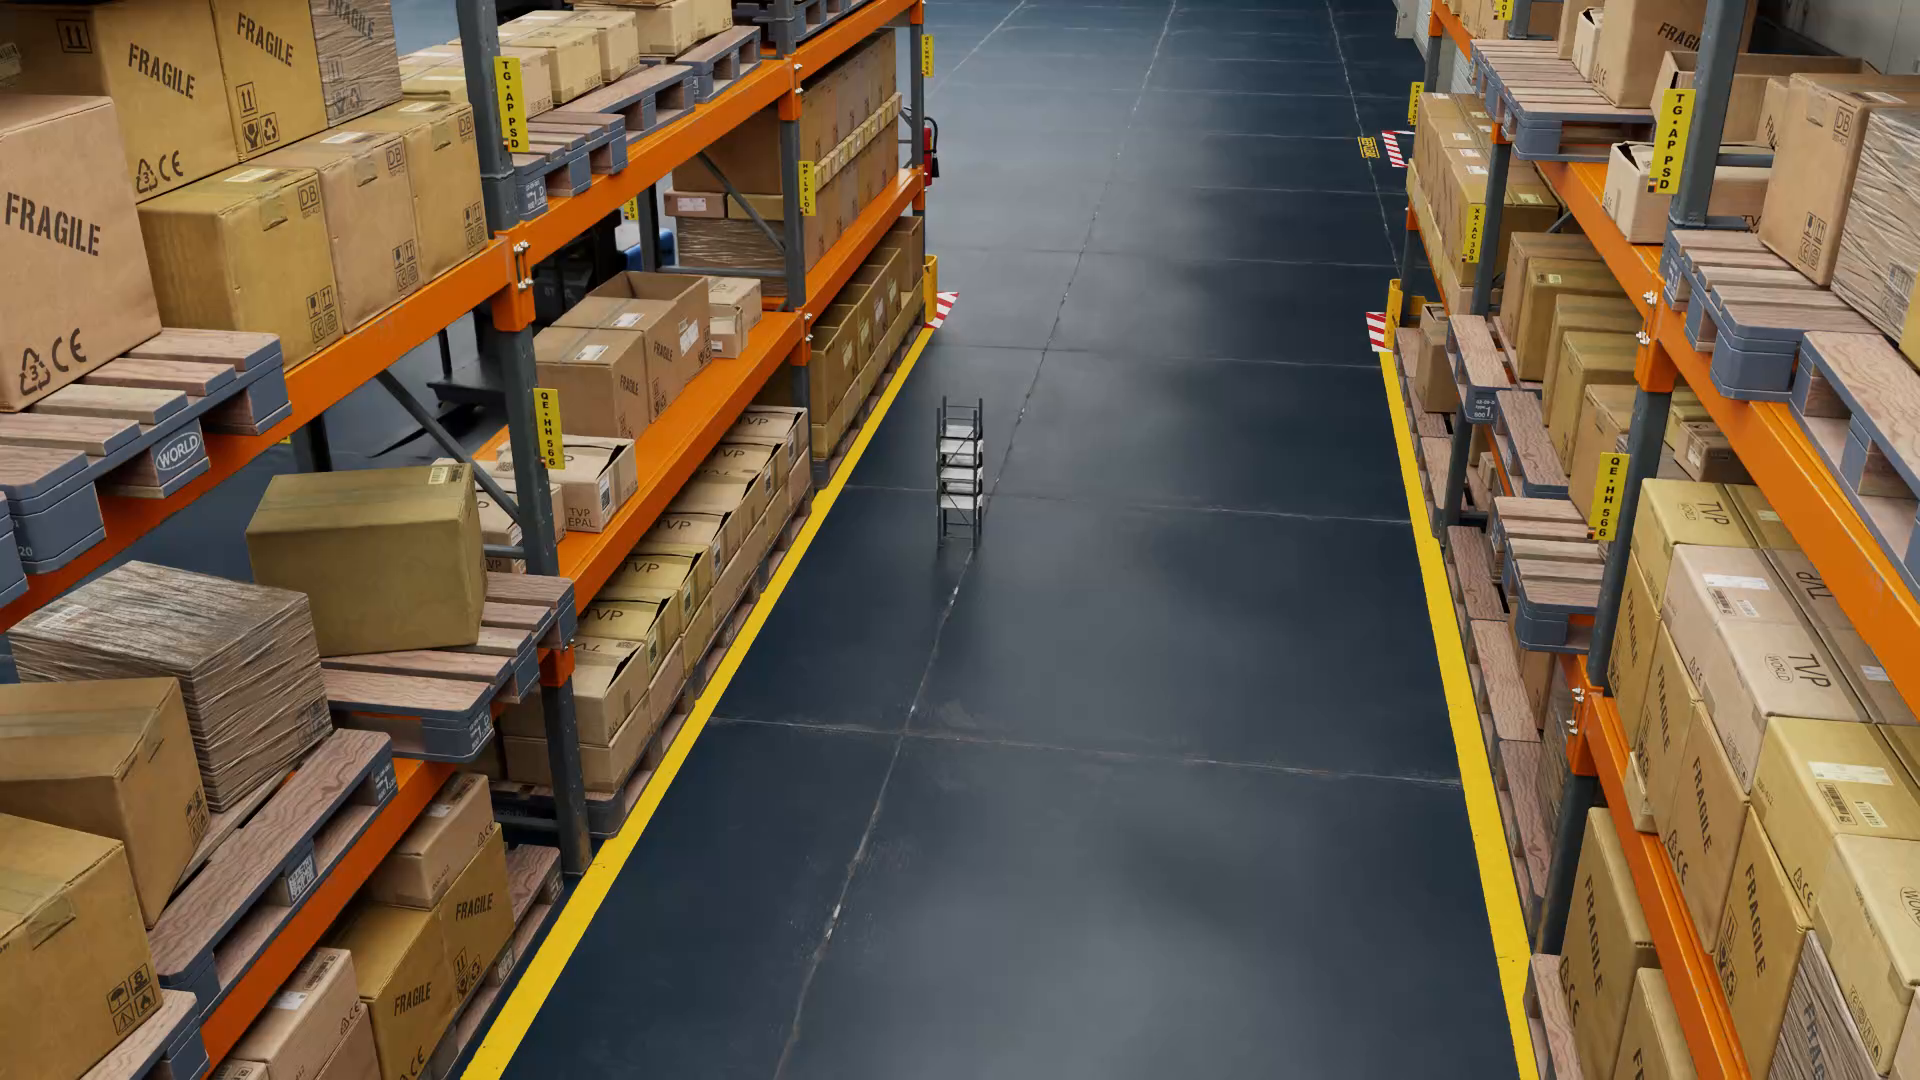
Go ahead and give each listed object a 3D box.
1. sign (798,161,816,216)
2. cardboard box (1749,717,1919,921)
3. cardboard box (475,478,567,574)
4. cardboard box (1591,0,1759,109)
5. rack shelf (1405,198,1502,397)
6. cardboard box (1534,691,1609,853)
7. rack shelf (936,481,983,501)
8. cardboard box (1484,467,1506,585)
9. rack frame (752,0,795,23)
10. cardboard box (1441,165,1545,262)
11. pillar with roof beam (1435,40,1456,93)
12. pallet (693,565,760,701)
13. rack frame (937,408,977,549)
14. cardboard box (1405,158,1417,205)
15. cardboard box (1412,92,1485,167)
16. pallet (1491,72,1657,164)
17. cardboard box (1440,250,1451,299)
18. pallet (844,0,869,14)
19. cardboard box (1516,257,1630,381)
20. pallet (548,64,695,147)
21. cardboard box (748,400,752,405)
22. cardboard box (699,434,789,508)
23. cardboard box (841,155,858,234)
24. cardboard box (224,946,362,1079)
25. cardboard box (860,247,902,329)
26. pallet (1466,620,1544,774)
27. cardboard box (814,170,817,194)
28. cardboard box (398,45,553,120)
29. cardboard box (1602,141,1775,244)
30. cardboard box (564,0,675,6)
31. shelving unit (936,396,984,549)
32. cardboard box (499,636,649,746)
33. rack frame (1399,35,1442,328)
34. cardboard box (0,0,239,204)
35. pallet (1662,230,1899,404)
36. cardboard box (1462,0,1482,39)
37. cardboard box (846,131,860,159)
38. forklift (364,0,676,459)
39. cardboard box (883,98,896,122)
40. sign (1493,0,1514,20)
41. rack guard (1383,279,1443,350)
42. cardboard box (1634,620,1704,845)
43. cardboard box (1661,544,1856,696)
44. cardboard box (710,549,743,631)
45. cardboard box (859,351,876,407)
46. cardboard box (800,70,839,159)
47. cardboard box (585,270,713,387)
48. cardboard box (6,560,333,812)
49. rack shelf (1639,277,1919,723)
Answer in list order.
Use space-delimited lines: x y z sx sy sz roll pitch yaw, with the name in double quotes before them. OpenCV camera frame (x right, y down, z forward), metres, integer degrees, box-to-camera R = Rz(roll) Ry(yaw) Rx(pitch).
"sign" -0.915 -2.095 9.915 0.100 0.325 0.005 4 25 9
"cardboard box" 2.212 0.666 3.912 0.500 0.250 0.500 4 25 7
"cardboard box" -2.003 -0.076 6.979 0.500 0.311 0.500 6 26 12
"cardboard box" 3.066 -2.153 7.161 0.500 0.500 0.500 3 25 7
"rack shelf" 3.763 -1.809 11.425 1.077 0.370 4.000 4 25 9
"cardboard box" 2.849 1.003 6.999 0.700 0.500 0.500 4 25 9
"rack shelf" -0.001 -0.292 10.104 0.258 0.077 0.200 4 25 9
"cardboard box" 3.332 -0.056 9.262 0.700 0.500 0.500 5 26 10
"rack frame" -1.452 -4.357 8.943 1.000 3.000 0.127 4 25 9
"cardboard box" 3.284 -2.007 10.269 0.500 0.500 0.500 4 25 8
"pillar with roof beam" 2.543 -10.653 22.393 9.100 9.000 0.400 4 25 9
"pallet" -1.730 0.446 9.049 1.003 0.211 1.213 4 25 9
"rack frame" -0.018 -0.362 9.961 0.240 0.900 0.006 4 25 9
"cardboard box" 3.697 -2.730 12.698 0.500 0.250 0.500 3 25 7
"cardboard box" 3.715 -3.073 12.546 0.500 0.500 0.500 4 25 9
"pallet" 3.064 -1.887 7.426 1.213 0.211 1.003 4 25 9
"cardboard box" 3.304 -1.666 10.425 0.500 0.250 0.500 4 25 9
"pallet" -1.136 -3.826 11.451 1.003 0.211 1.213 4 25 9
"cardboard box" 3.221 -1.099 8.423 0.700 0.500 0.500 7 26 14
"pallet" -1.903 -1.998 7.665 1.003 0.211 1.213 5 26 11
"cardboard box" -1.591 -0.794 11.156 0.500 0.250 0.500 4 25 9
"cardboard box" -1.314 -0.431 9.720 0.500 0.311 0.500 5 25 10
"cardboard box" -1.137 -2.516 11.969 0.700 0.500 0.500 5 26 10
"cardboard box" -2.195 1.486 5.083 0.500 0.250 0.500 4 25 8
"cardboard box" -0.741 -1.933 12.705 0.500 0.500 0.500 4 25 9
"pallet" 3.113 0.802 8.287 1.003 0.211 1.213 4 25 9
"cardboard box" -1.135 -2.291 10.723 0.380 0.149 0.250 3 25 7
"cardboard box" -2.019 -1.862 6.833 0.500 0.250 0.500 5 25 10
"cardboard box" 2.634 -1.272 5.973 0.500 0.311 0.500 4 25 9
"cardboard box" -1.661 -2.965 8.306 0.500 0.500 0.500 6 26 14
"shelving unit" -0.001 -0.404 10.052 0.258 0.900 0.210 4 25 9
"cardboard box" -1.730 0.635 7.441 0.500 0.311 0.500 5 26 10
"rack frame" 4.090 -2.971 13.059 1.000 3.000 0.127 4 25 9
"cardboard box" -2.349 -1.215 4.472 0.500 0.500 0.500 4 25 9
"pallet" 2.730 -0.625 4.732 1.213 0.211 1.003 5 26 11
"cardboard box" 3.423 -3.384 10.263 0.500 0.500 0.500 3 25 6
"cardboard box" -0.924 -2.830 11.875 0.380 0.149 0.250 4 25 8
"forklift" -3.134 -2.244 11.587 1.130 2.935 3.031 8 26 16
"cardboard box" -0.714 -3.369 13.027 0.380 0.149 0.250 5 25 10
"sign" 2.900 -2.925 8.813 0.100 0.325 0.005 4 25 9
"rack guard" 4.078 -1.807 13.521 1.175 0.500 0.348 4 25 9
"cardboard box" 2.356 0.589 4.960 0.500 0.500 0.500 5 26 10
"cardboard box" 2.367 0.243 4.816 0.500 0.250 0.500 4 25 8
"cardboard box" -1.485 0.247 8.932 0.500 0.250 0.500 5 25 10
"cardboard box" -0.903 -1.175 11.971 0.500 0.250 0.500 4 25 9
"cardboard box" -1.221 -2.880 11.215 0.700 0.500 0.500 4 25 8
"cardboard box" -1.679 -1.145 9.040 0.500 0.500 0.500 6 26 12
"cardboard box" -2.435 0.438 5.163 0.700 0.500 0.500 9 27 18
"rack shelf" 2.456 0.178 3.641 1.077 0.370 4.000 4 25 9
